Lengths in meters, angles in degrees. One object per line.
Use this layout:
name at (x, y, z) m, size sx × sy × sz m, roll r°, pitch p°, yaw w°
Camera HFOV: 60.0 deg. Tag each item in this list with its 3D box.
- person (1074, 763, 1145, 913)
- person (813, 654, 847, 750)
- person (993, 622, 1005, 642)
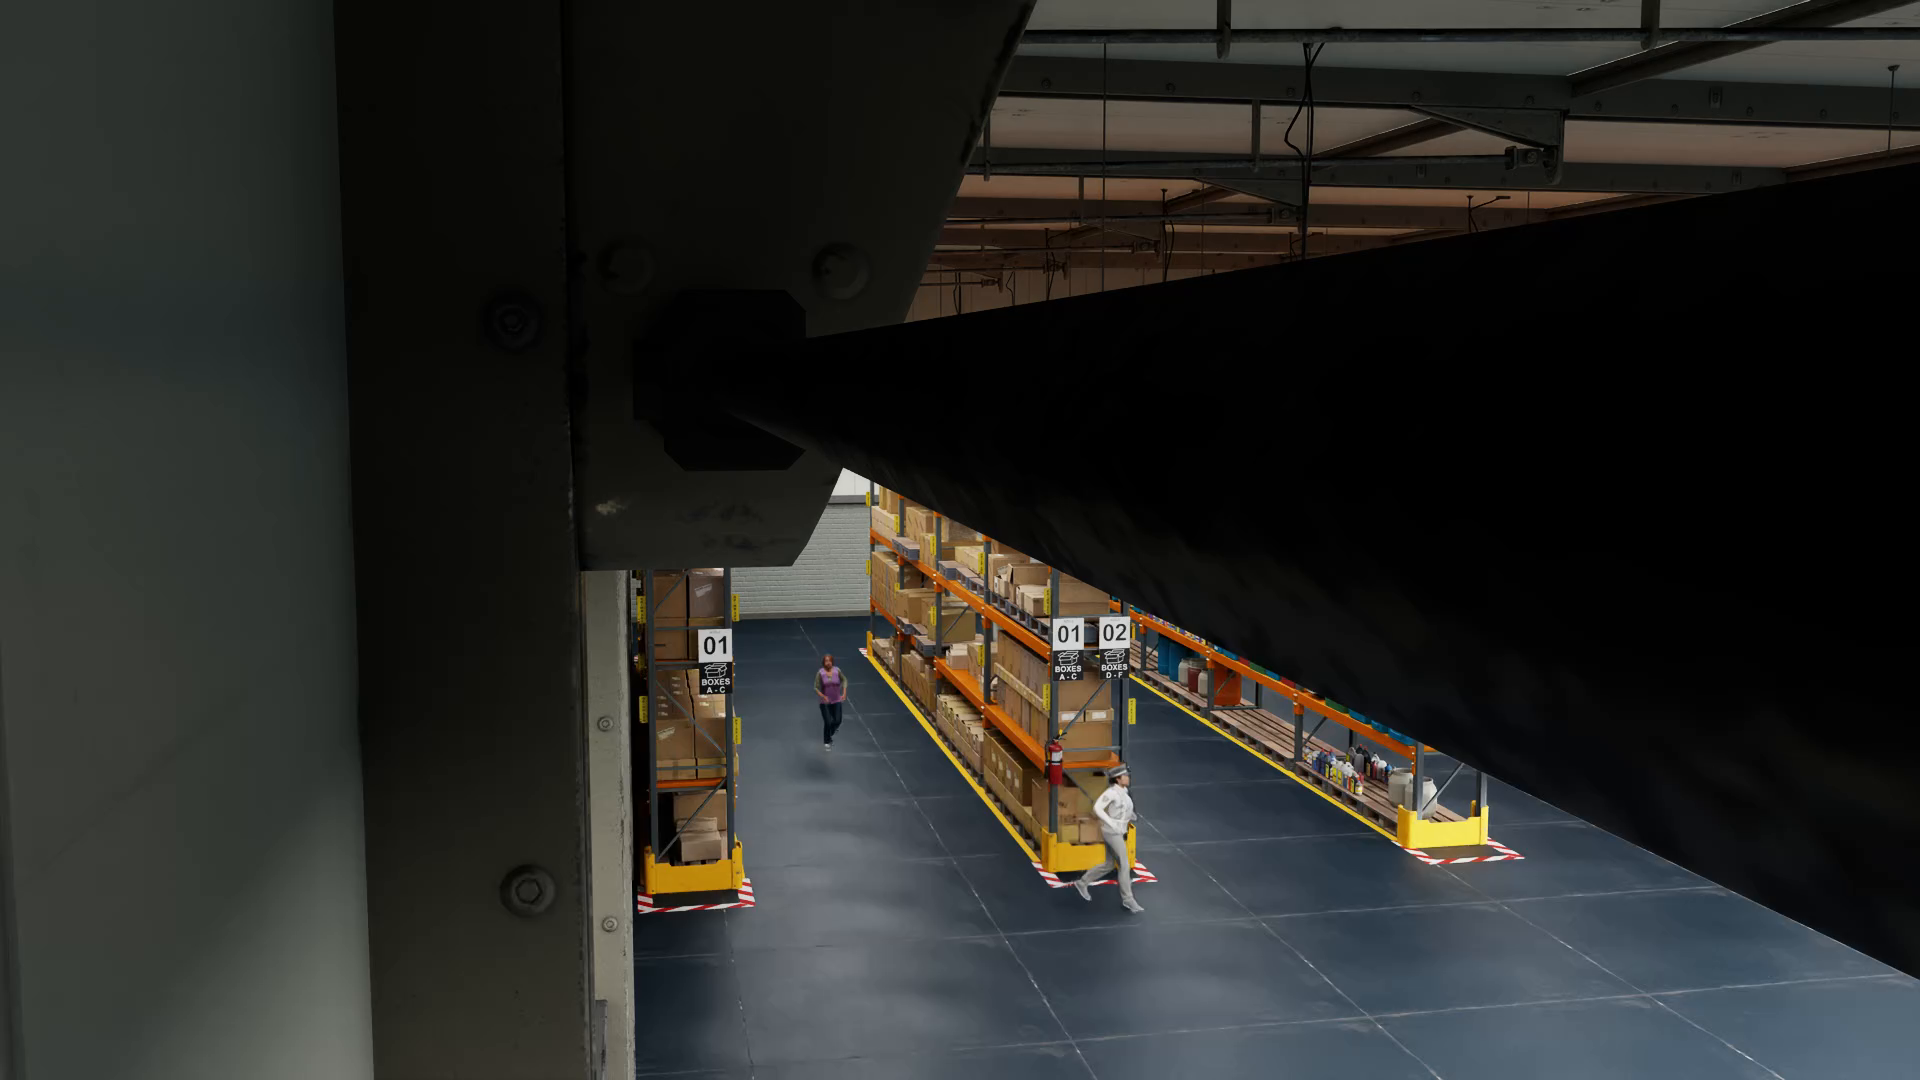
person at (1.804, 3.469, 19.594) m, size 0.879 × 1.702 × 0.639 m, roll 2°, pitch 6°, yaw 20°
person at (-2.023, 2.558, 26.119) m, size 0.560 × 1.547 × 0.554 m, roll -1°, pitch 6°, yaw -13°
person at (0.773, 1.778, 35.285) m, size 0.672 × 1.789 × 0.844 m, roll -2°, pitch 6°, yaw -16°
